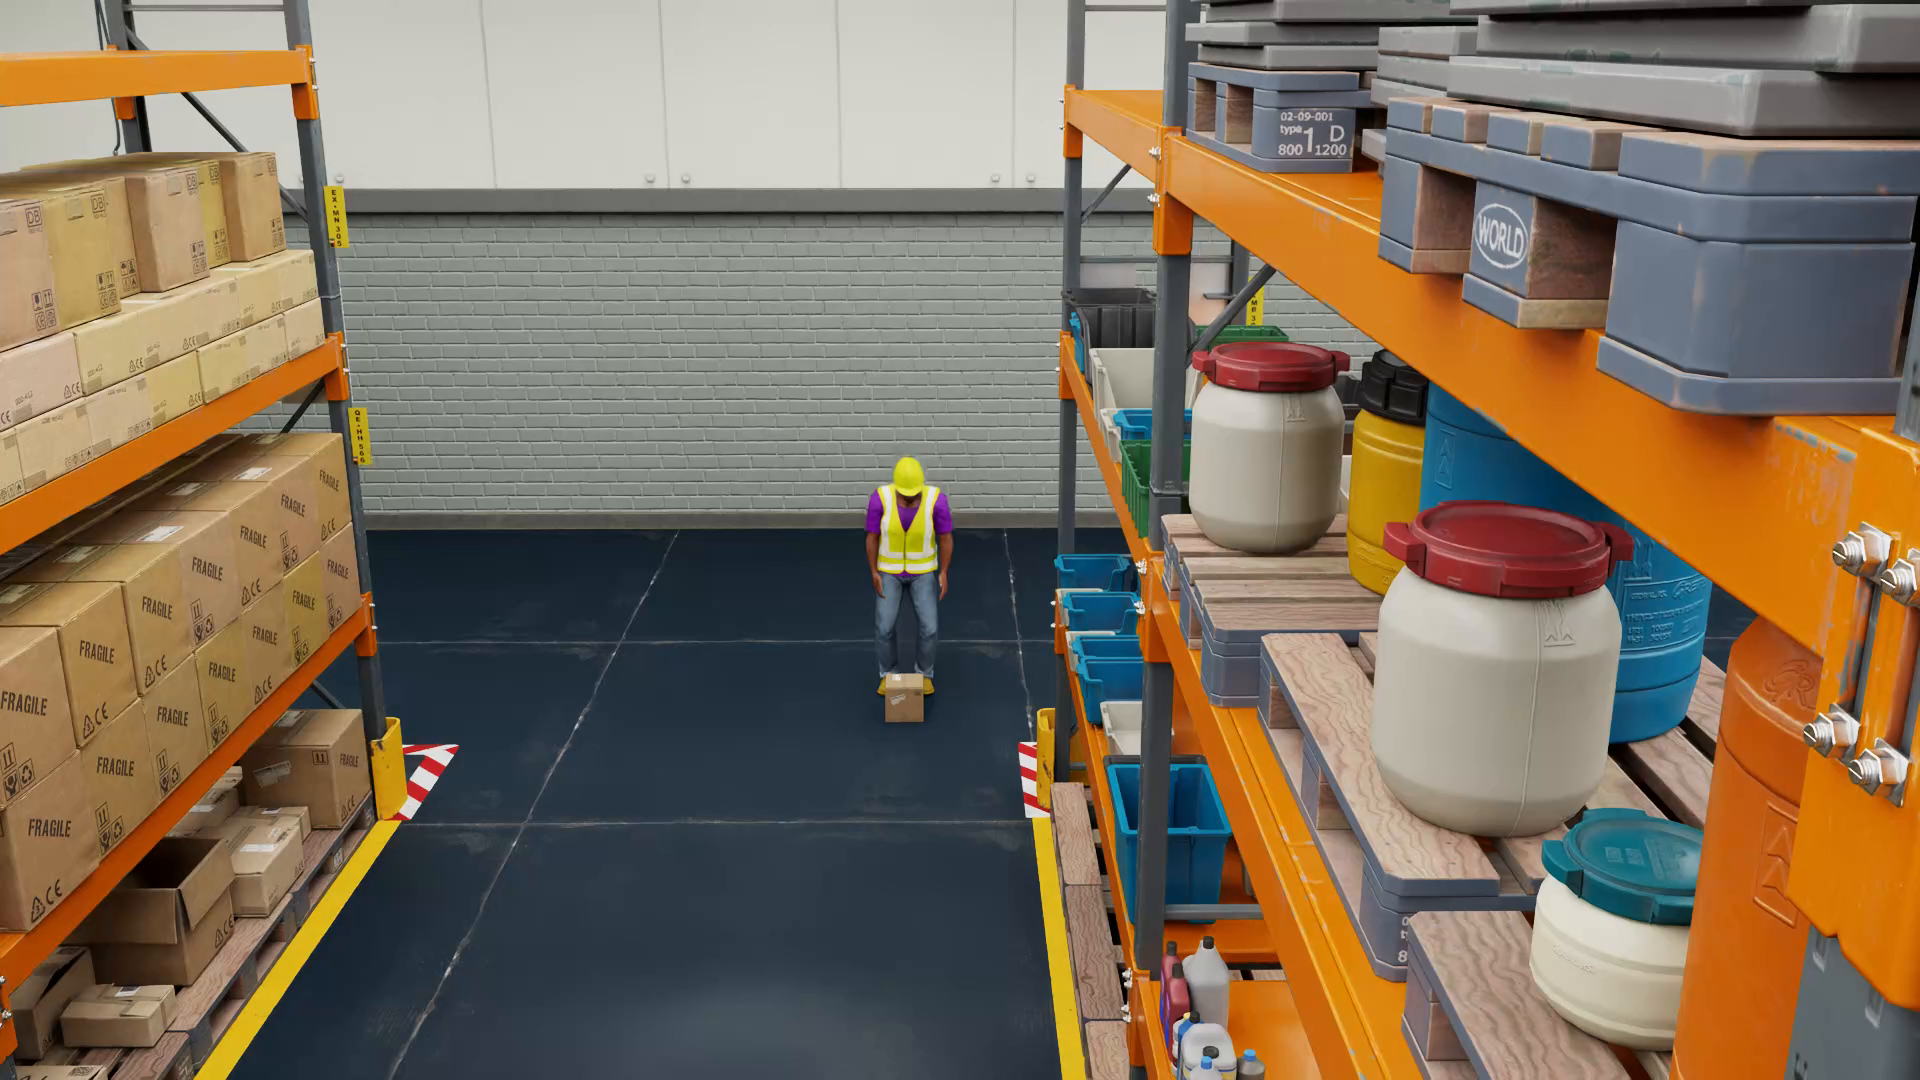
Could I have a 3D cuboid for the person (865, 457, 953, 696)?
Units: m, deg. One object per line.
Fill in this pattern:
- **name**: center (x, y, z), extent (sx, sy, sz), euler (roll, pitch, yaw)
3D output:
- **person**: center (-0.345, 0.234, 11.363), extent (0.599, 1.696, 0.491), euler (0, 17, 1)
